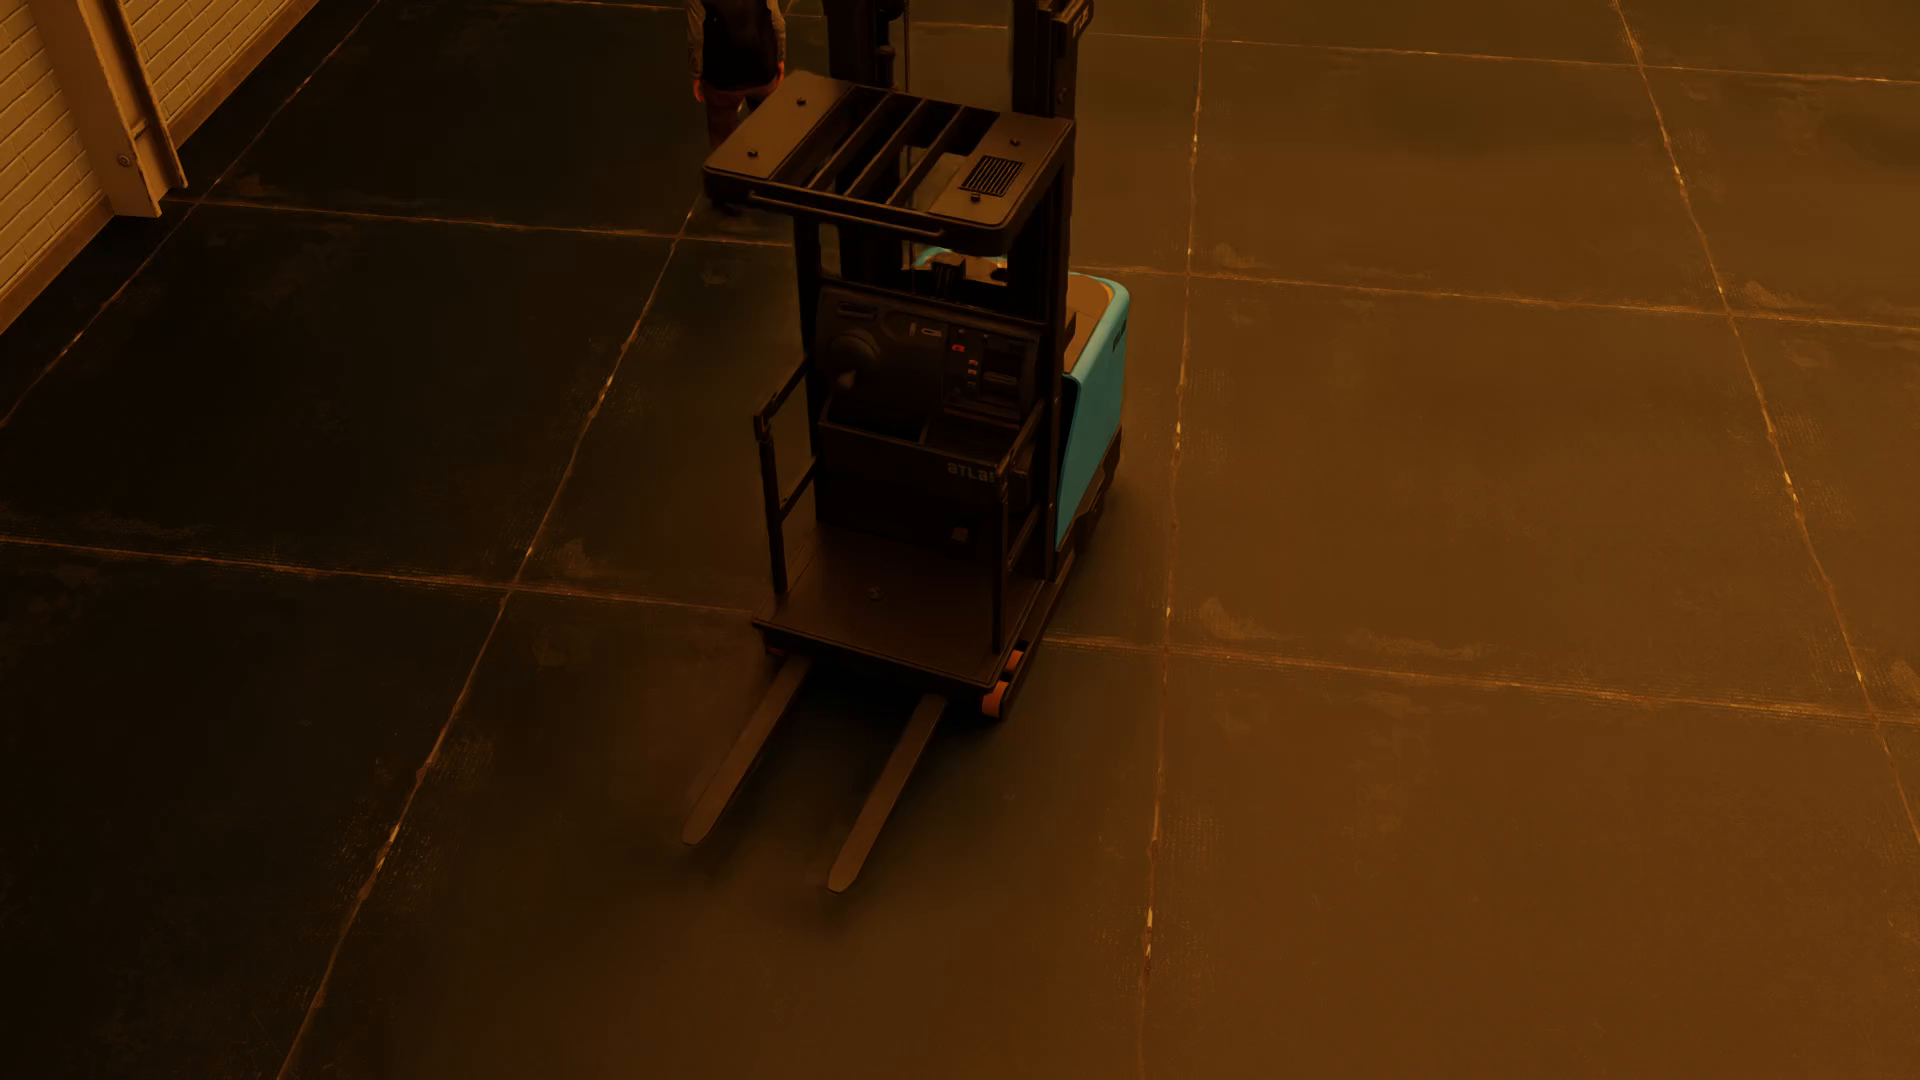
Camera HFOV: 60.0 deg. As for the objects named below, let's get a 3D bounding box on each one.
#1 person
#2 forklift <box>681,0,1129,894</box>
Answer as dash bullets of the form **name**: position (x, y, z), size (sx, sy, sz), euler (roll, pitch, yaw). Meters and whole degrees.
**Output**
- **person**: position (-1.264, -2.664, 9.521), size (0.581, 1.720, 0.428), euler (-16, 45, -17)
- **forklift**: position (-0.211, -0.646, 6.428), size (1.130, 2.935, 3.031), euler (14, 45, 15)
